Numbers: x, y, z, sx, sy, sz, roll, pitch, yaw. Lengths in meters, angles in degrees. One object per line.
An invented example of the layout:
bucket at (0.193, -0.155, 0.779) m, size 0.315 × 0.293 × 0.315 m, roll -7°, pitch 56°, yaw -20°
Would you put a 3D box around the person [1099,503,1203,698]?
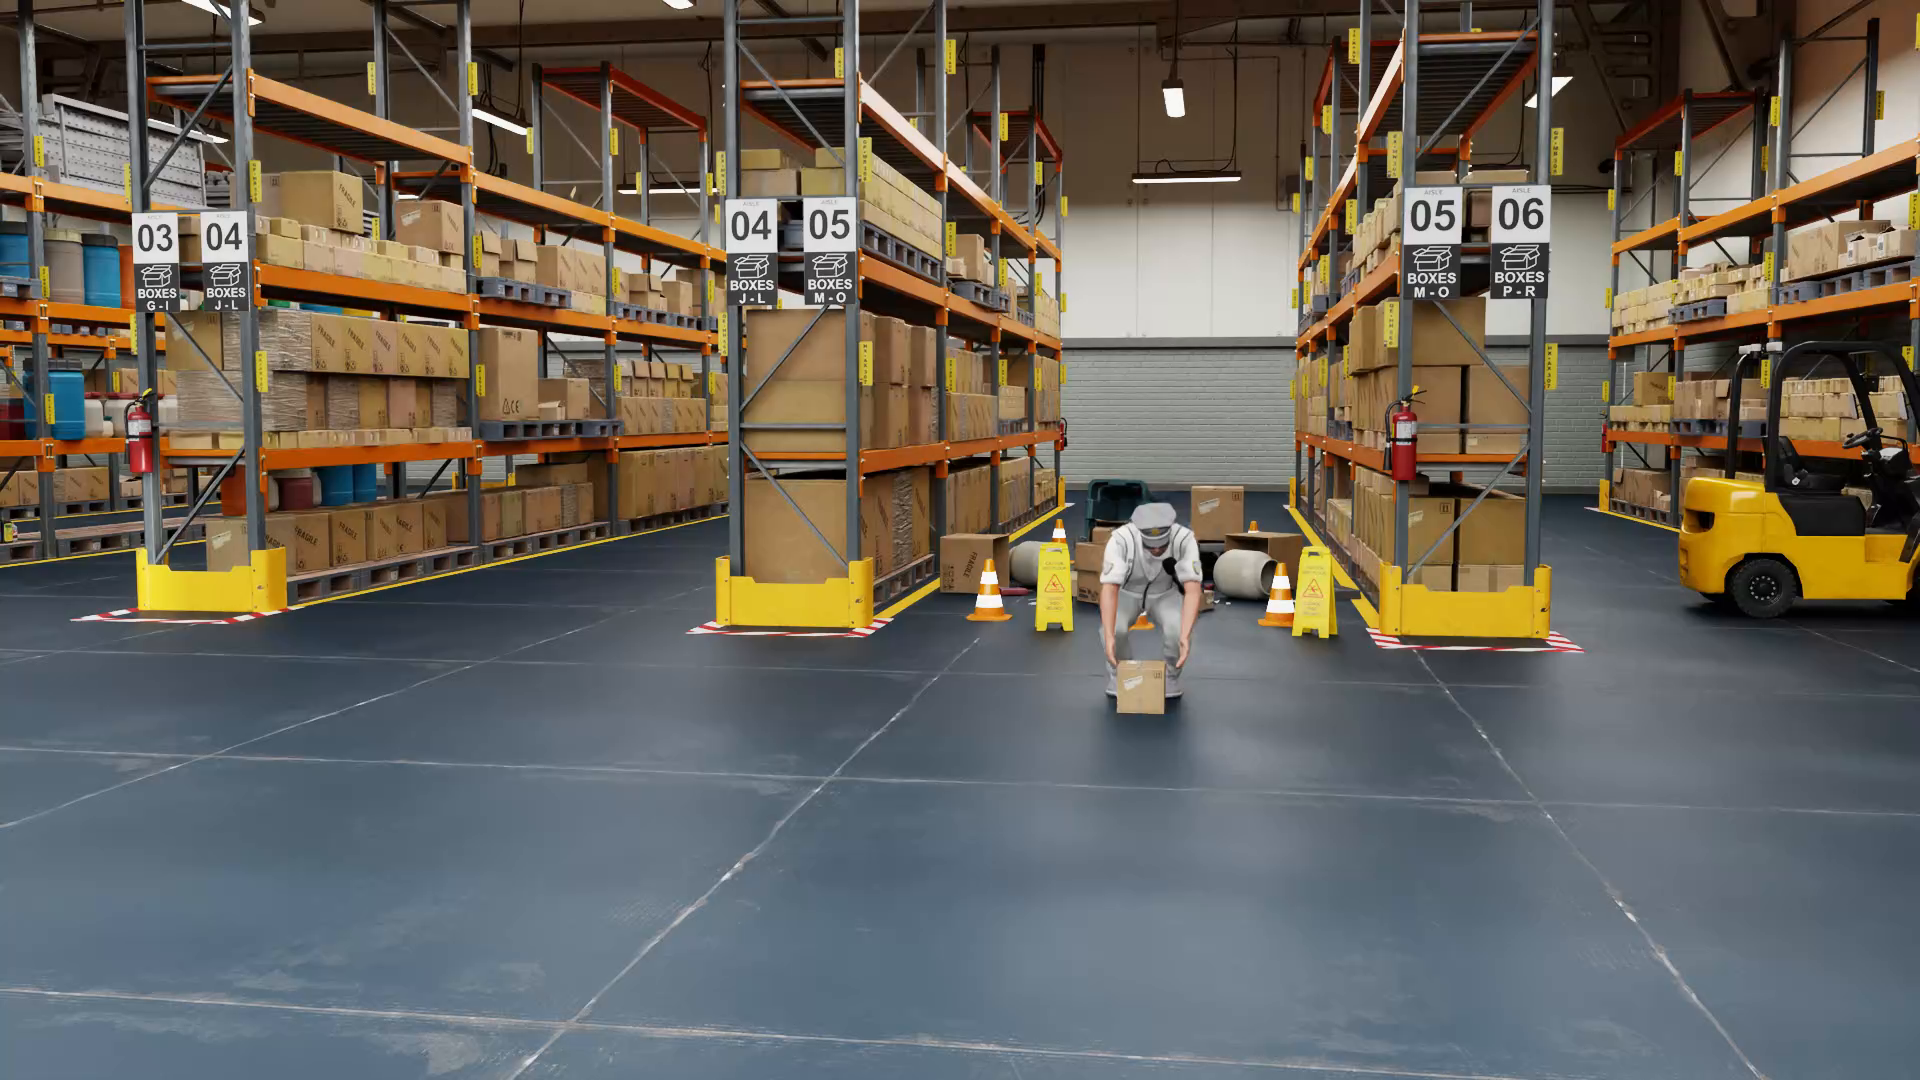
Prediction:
person at (1.075, 0.336, 9.358) m, size 0.576 × 1.124 × 0.922 m, roll 1°, pitch 4°, yaw 9°
